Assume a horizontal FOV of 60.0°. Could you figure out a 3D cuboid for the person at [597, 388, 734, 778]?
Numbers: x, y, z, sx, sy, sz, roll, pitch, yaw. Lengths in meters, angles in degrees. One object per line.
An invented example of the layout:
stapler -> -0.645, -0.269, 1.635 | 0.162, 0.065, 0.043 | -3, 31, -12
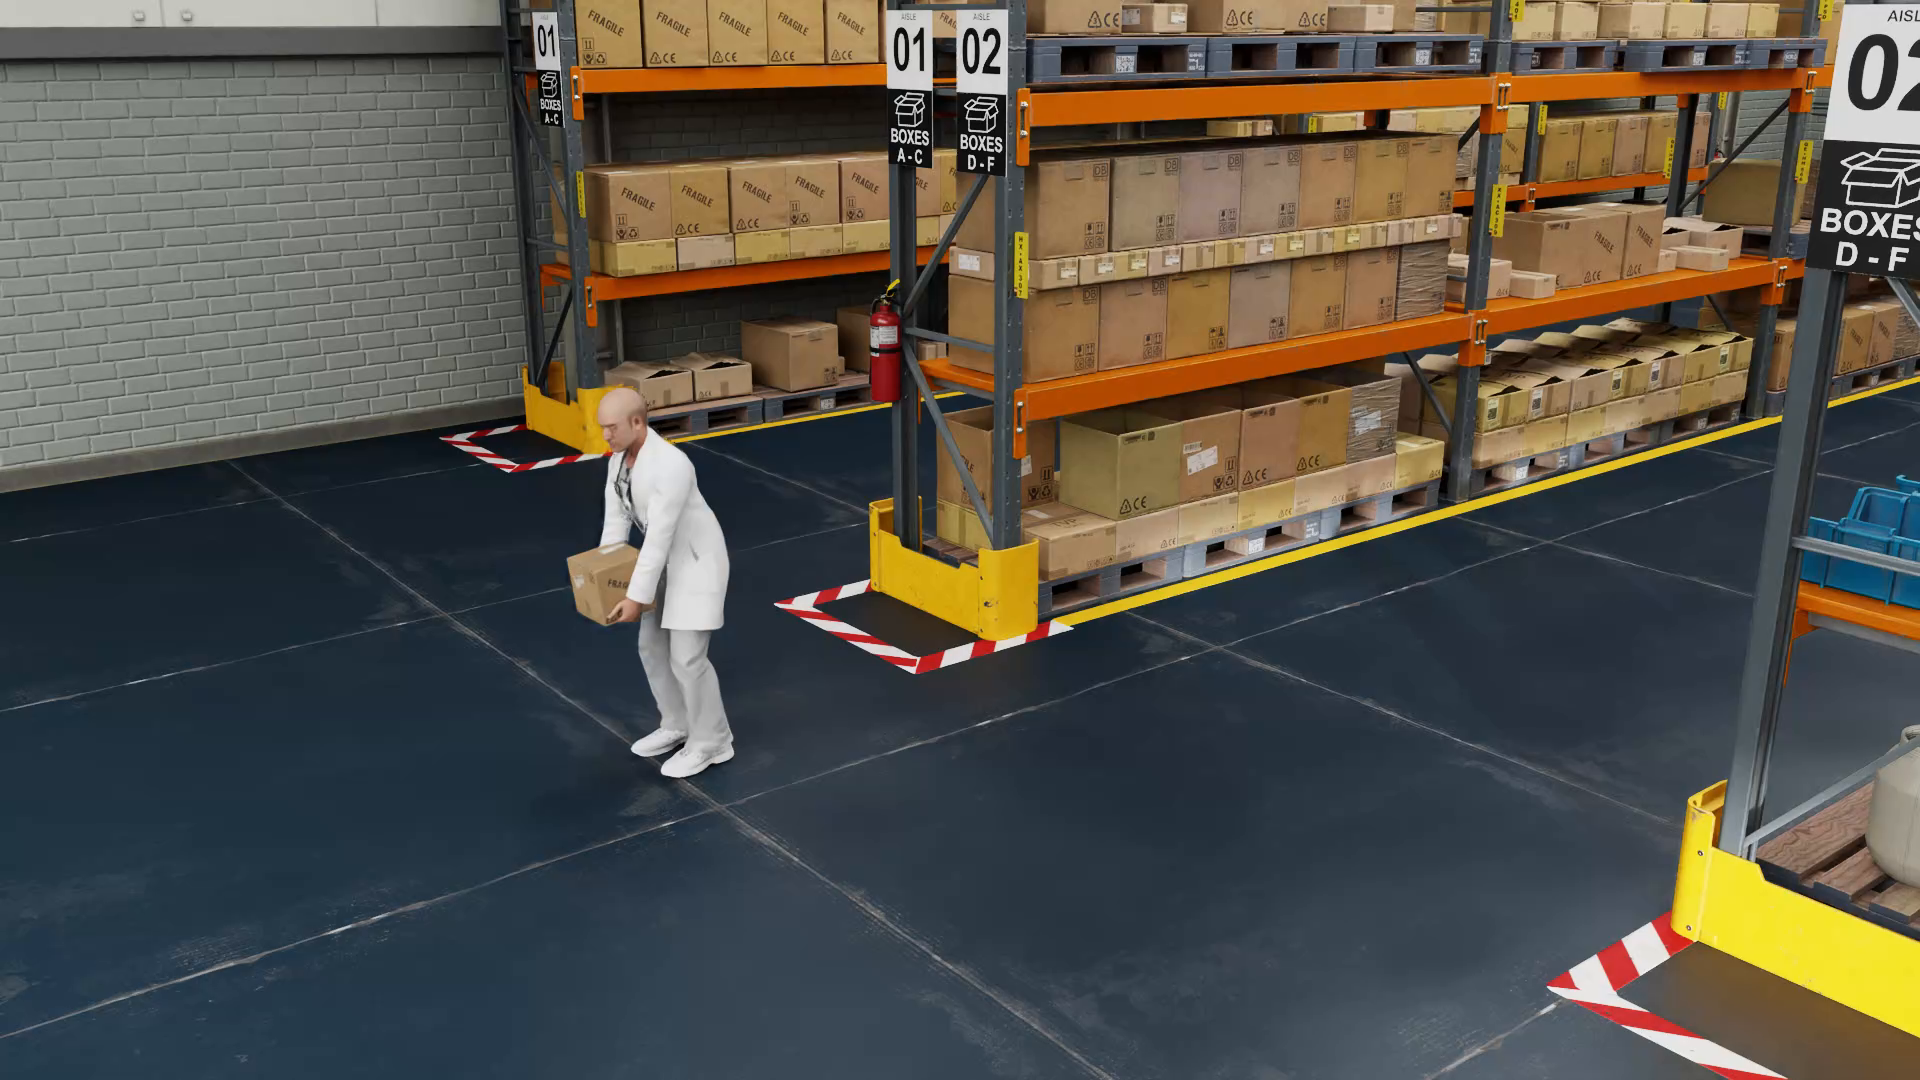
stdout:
person -> -1.300, 0.171, 7.138 | 0.618, 1.720, 0.541 | -14, 22, -37
